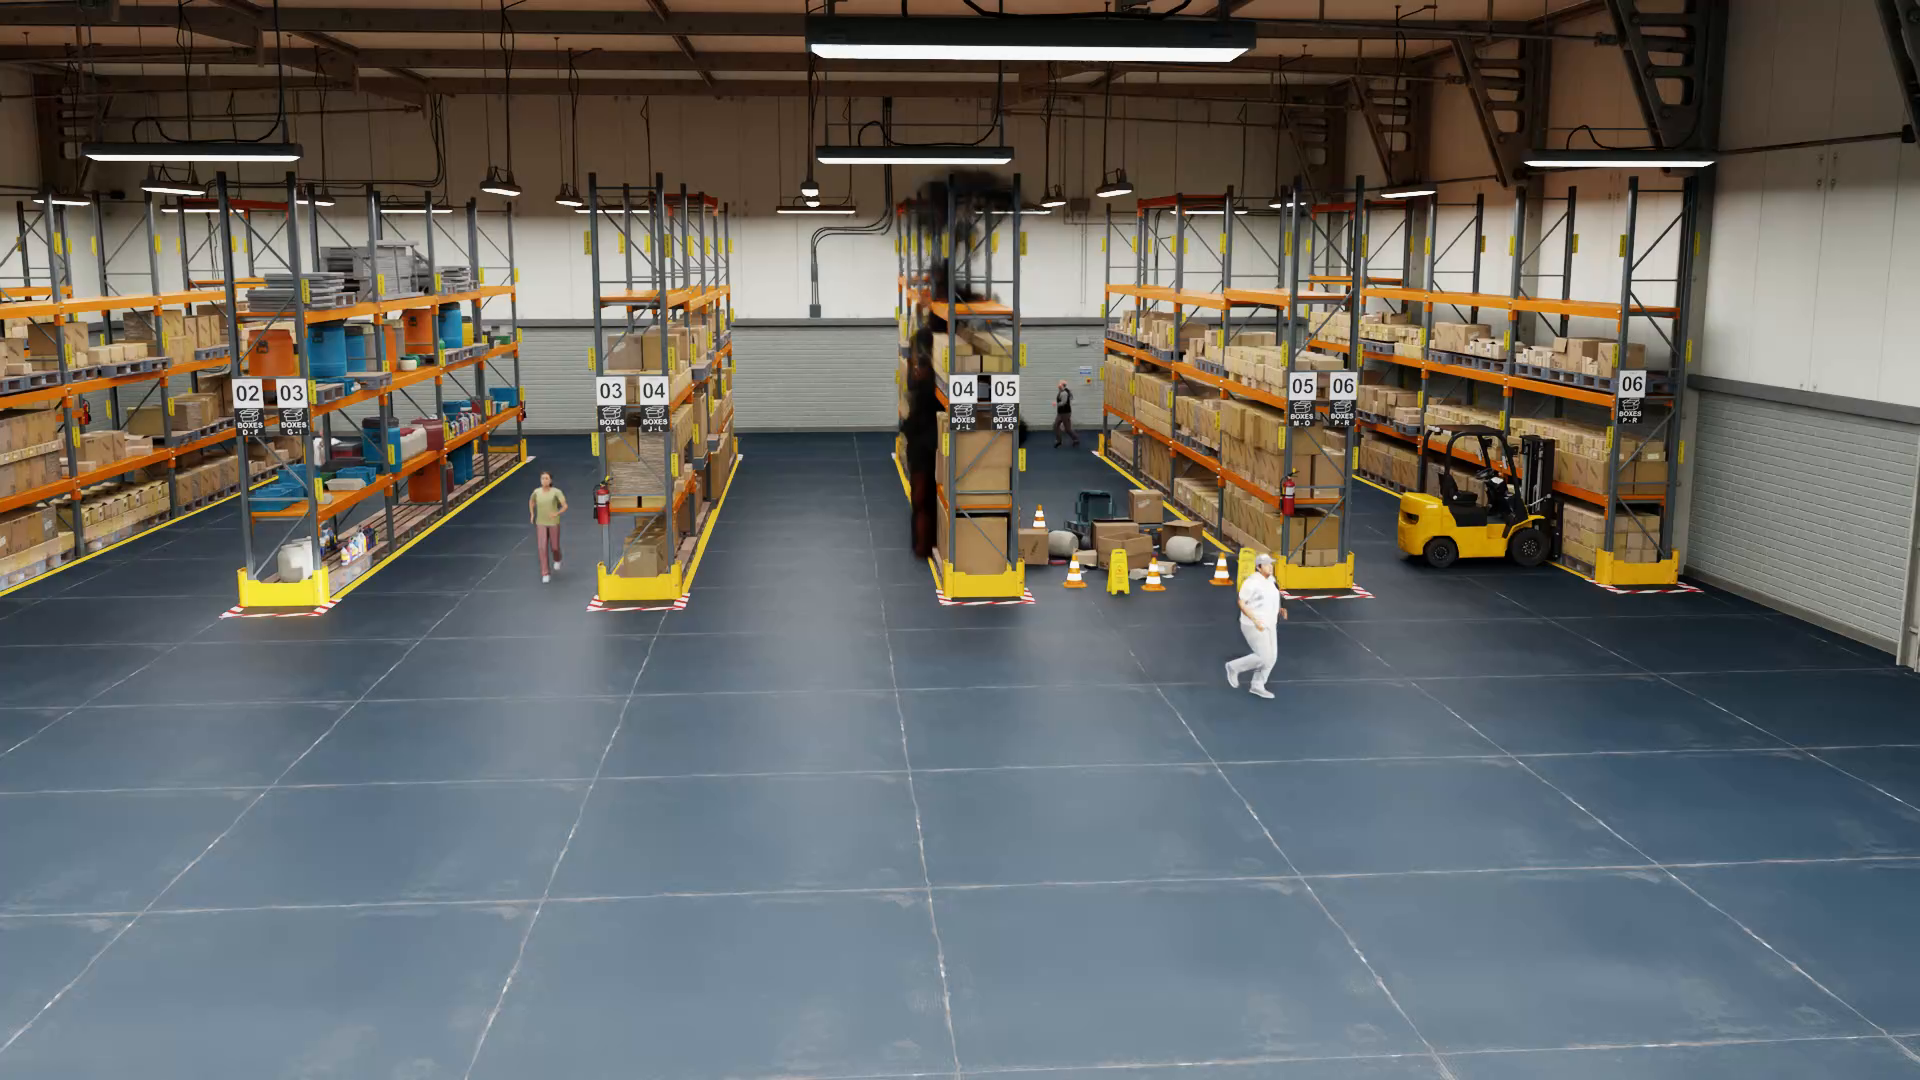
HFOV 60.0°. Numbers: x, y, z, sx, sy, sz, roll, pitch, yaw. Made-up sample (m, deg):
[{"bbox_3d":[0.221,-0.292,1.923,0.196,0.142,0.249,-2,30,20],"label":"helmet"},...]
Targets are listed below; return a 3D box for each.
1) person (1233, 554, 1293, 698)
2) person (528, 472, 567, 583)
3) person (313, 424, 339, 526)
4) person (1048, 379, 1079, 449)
[{"bbox_3d":[3.421,0.957,18.648,0.578,1.638,0.580,8,13,40],"label":"person"},{"bbox_3d":[-6.237,-0.219,25.171,0.611,1.641,0.845,-1,10,-3],"label":"person"},{"bbox_3d":[-11.573,-1.186,30.313,0.666,1.850,0.826,-2,10,-11],"label":"person"},{"bbox_3d":[2.605,-3.112,41.392,0.777,1.766,0.651,0,10,-3],"label":"person"}]
